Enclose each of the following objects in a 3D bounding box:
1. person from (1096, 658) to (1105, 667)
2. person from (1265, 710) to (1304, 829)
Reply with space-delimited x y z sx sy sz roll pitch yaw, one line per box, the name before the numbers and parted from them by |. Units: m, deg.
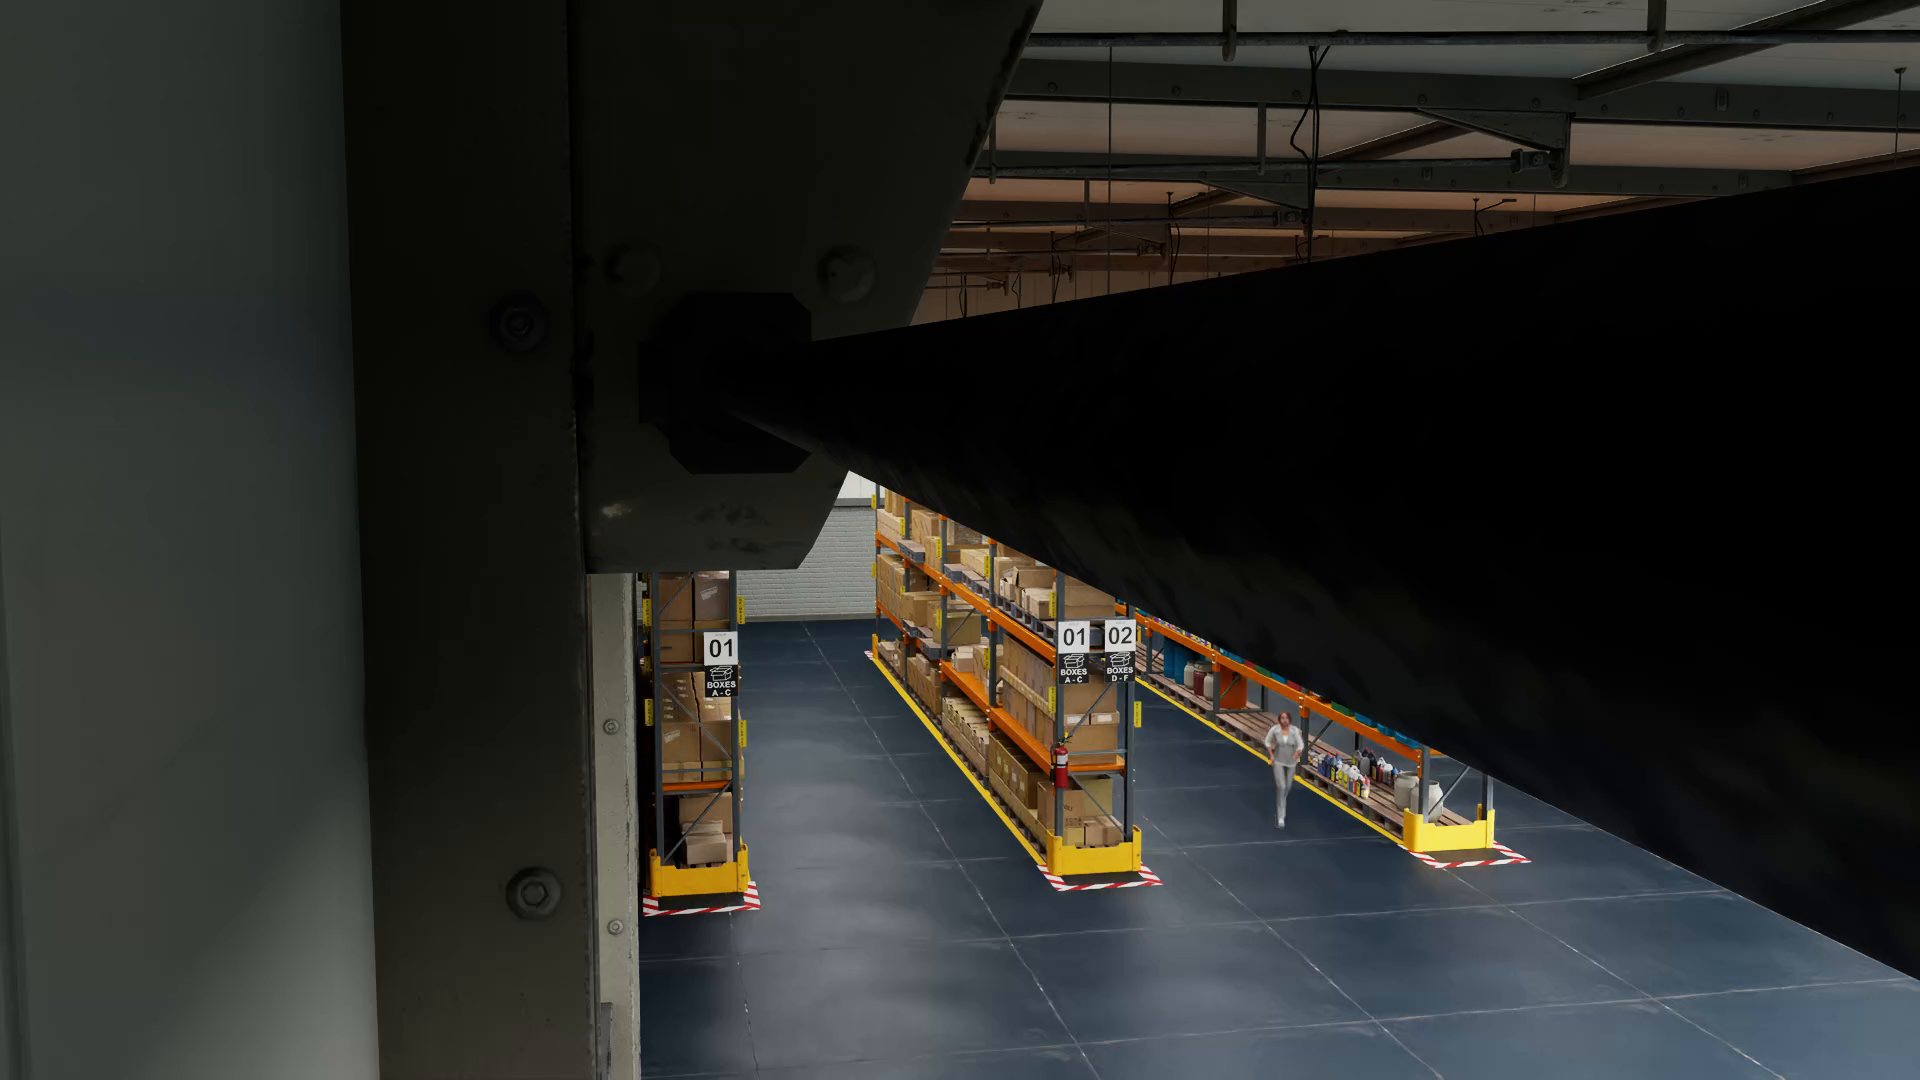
person | 2.484 2.090 31.105 0.575 1.742 0.844 -2 6 -17
person | 4.530 3.154 23.236 0.524 1.628 0.750 0 6 1
